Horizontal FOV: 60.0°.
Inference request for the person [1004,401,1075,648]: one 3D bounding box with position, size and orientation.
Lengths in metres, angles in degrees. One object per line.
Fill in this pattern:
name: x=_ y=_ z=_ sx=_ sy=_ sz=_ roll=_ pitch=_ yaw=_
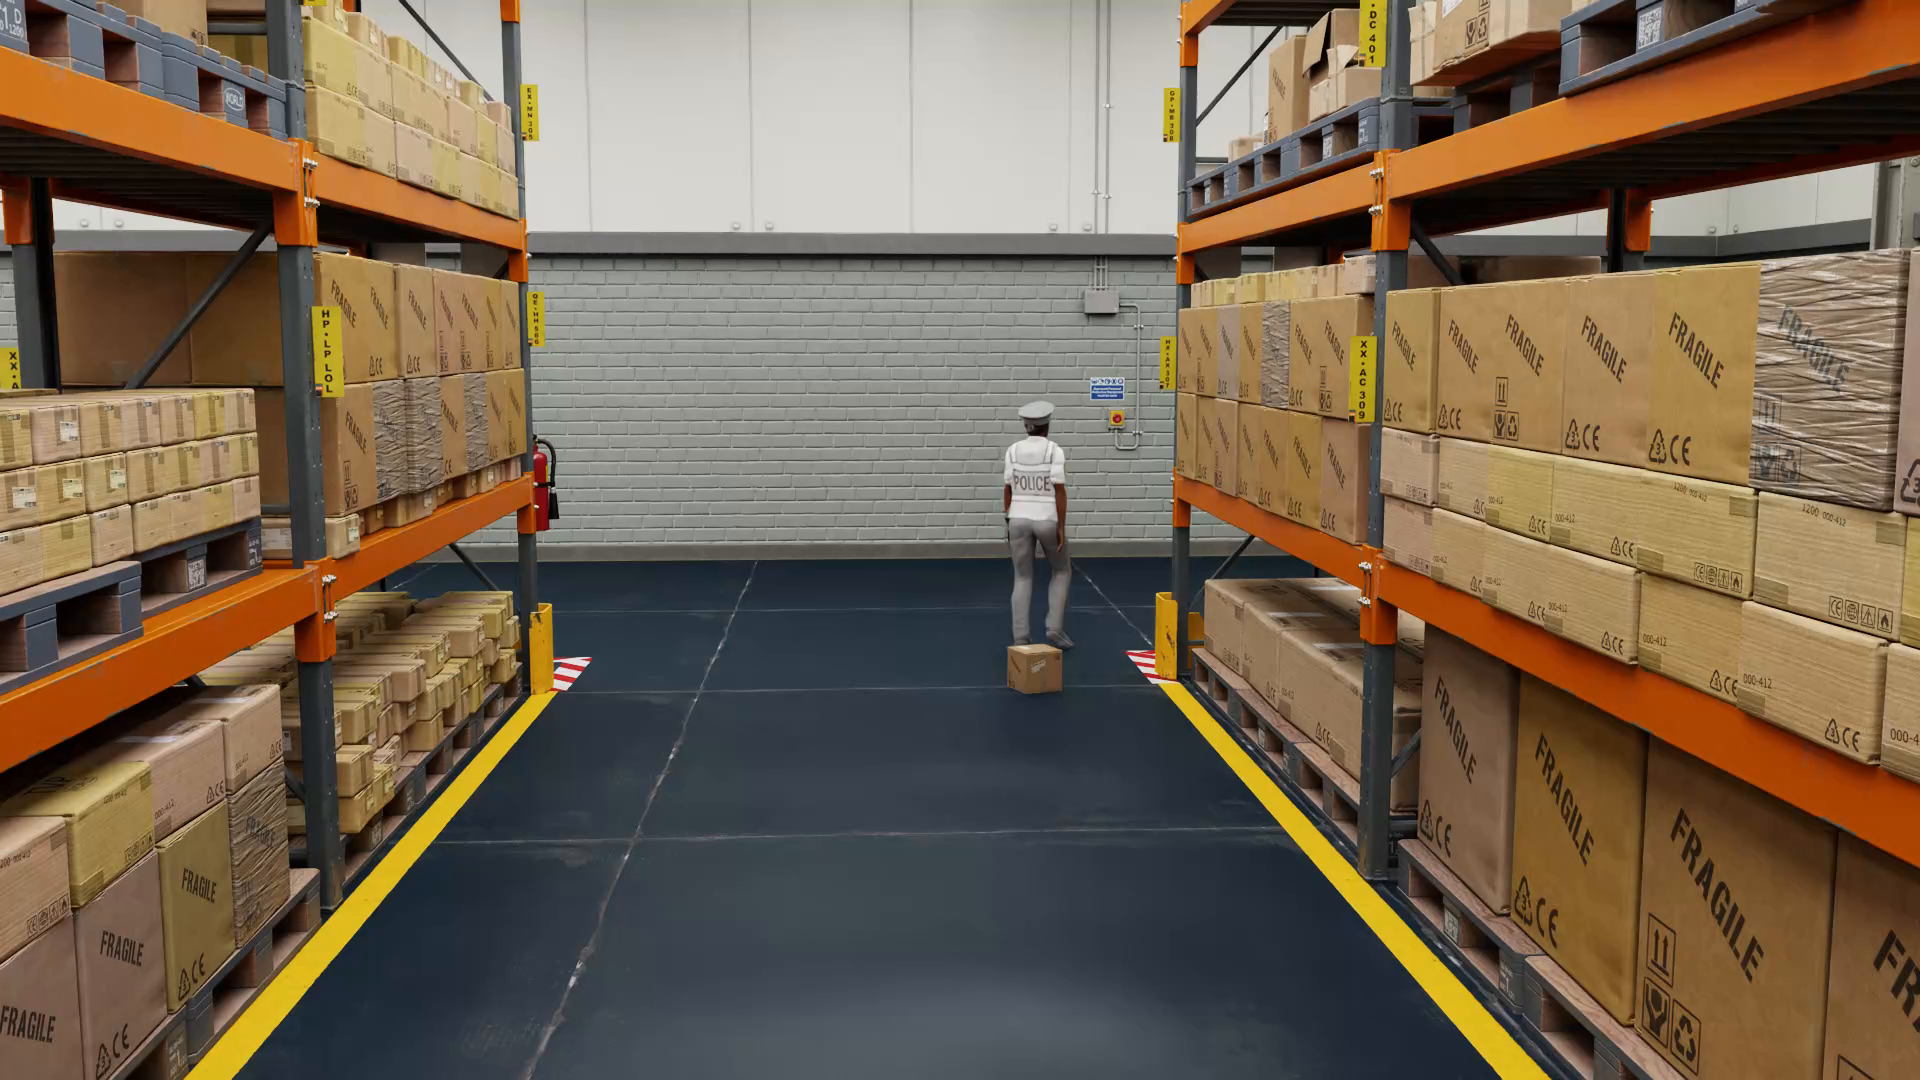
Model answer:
person: x=0.514 y=-0.073 z=11.264 sx=0.476 sy=1.727 sz=0.522 roll=2 pitch=7 yaw=16
